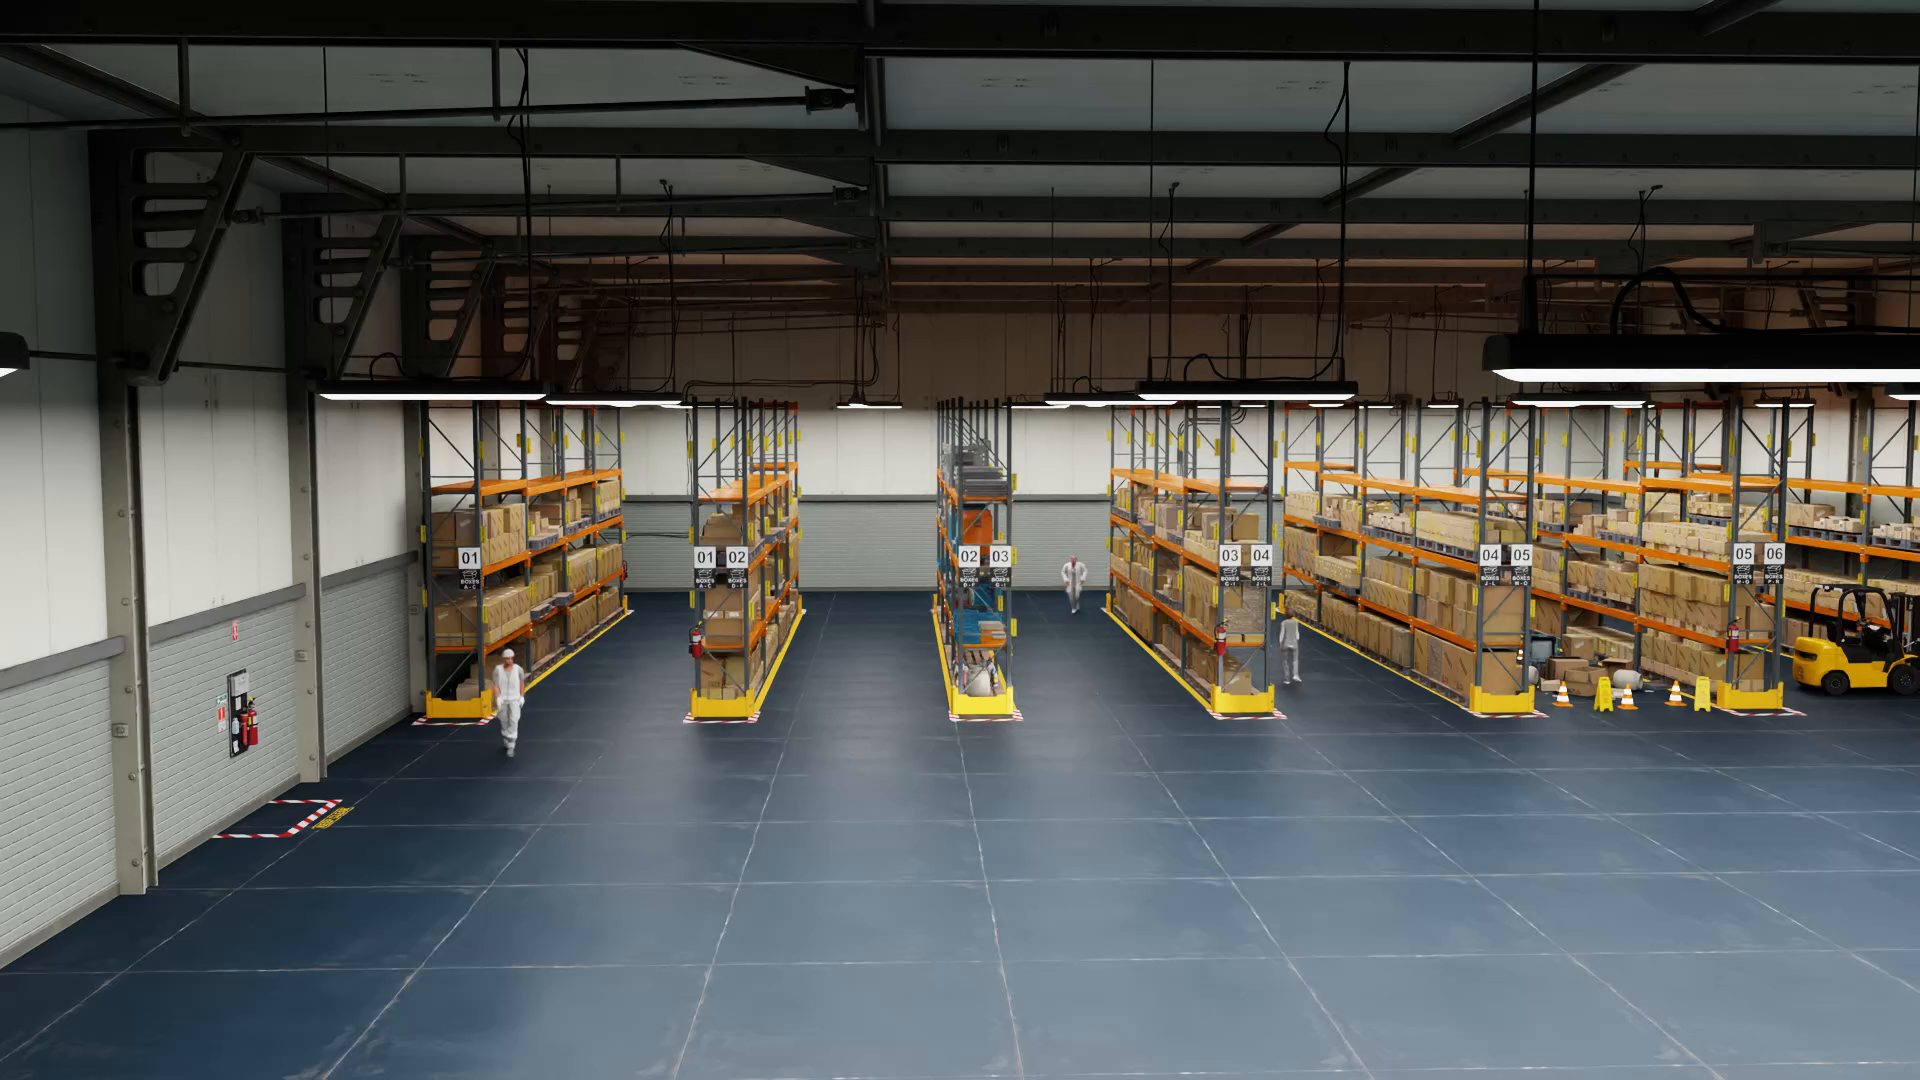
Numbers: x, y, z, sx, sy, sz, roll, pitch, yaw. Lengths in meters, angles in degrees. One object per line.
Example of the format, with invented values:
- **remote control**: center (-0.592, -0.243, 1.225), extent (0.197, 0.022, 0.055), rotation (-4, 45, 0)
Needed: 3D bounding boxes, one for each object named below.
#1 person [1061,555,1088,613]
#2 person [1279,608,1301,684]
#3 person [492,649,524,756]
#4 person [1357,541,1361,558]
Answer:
- **person**: center (3.256, 1.241, 47.276), extent (0.747, 1.684, 0.658), rotation (1, 4, 8)
- **person**: center (6.926, 2.287, 34.906), extent (0.461, 1.493, 0.440), rotation (0, 4, 2)
- **person**: center (-7.569, 2.689, 27.873), extent (0.522, 1.735, 0.962), rotation (-1, 5, -15)
- **person**: center (12.336, 0.842, 51.887), extent (1.046, 1.751, 0.535), rotation (-1, 5, -12)
